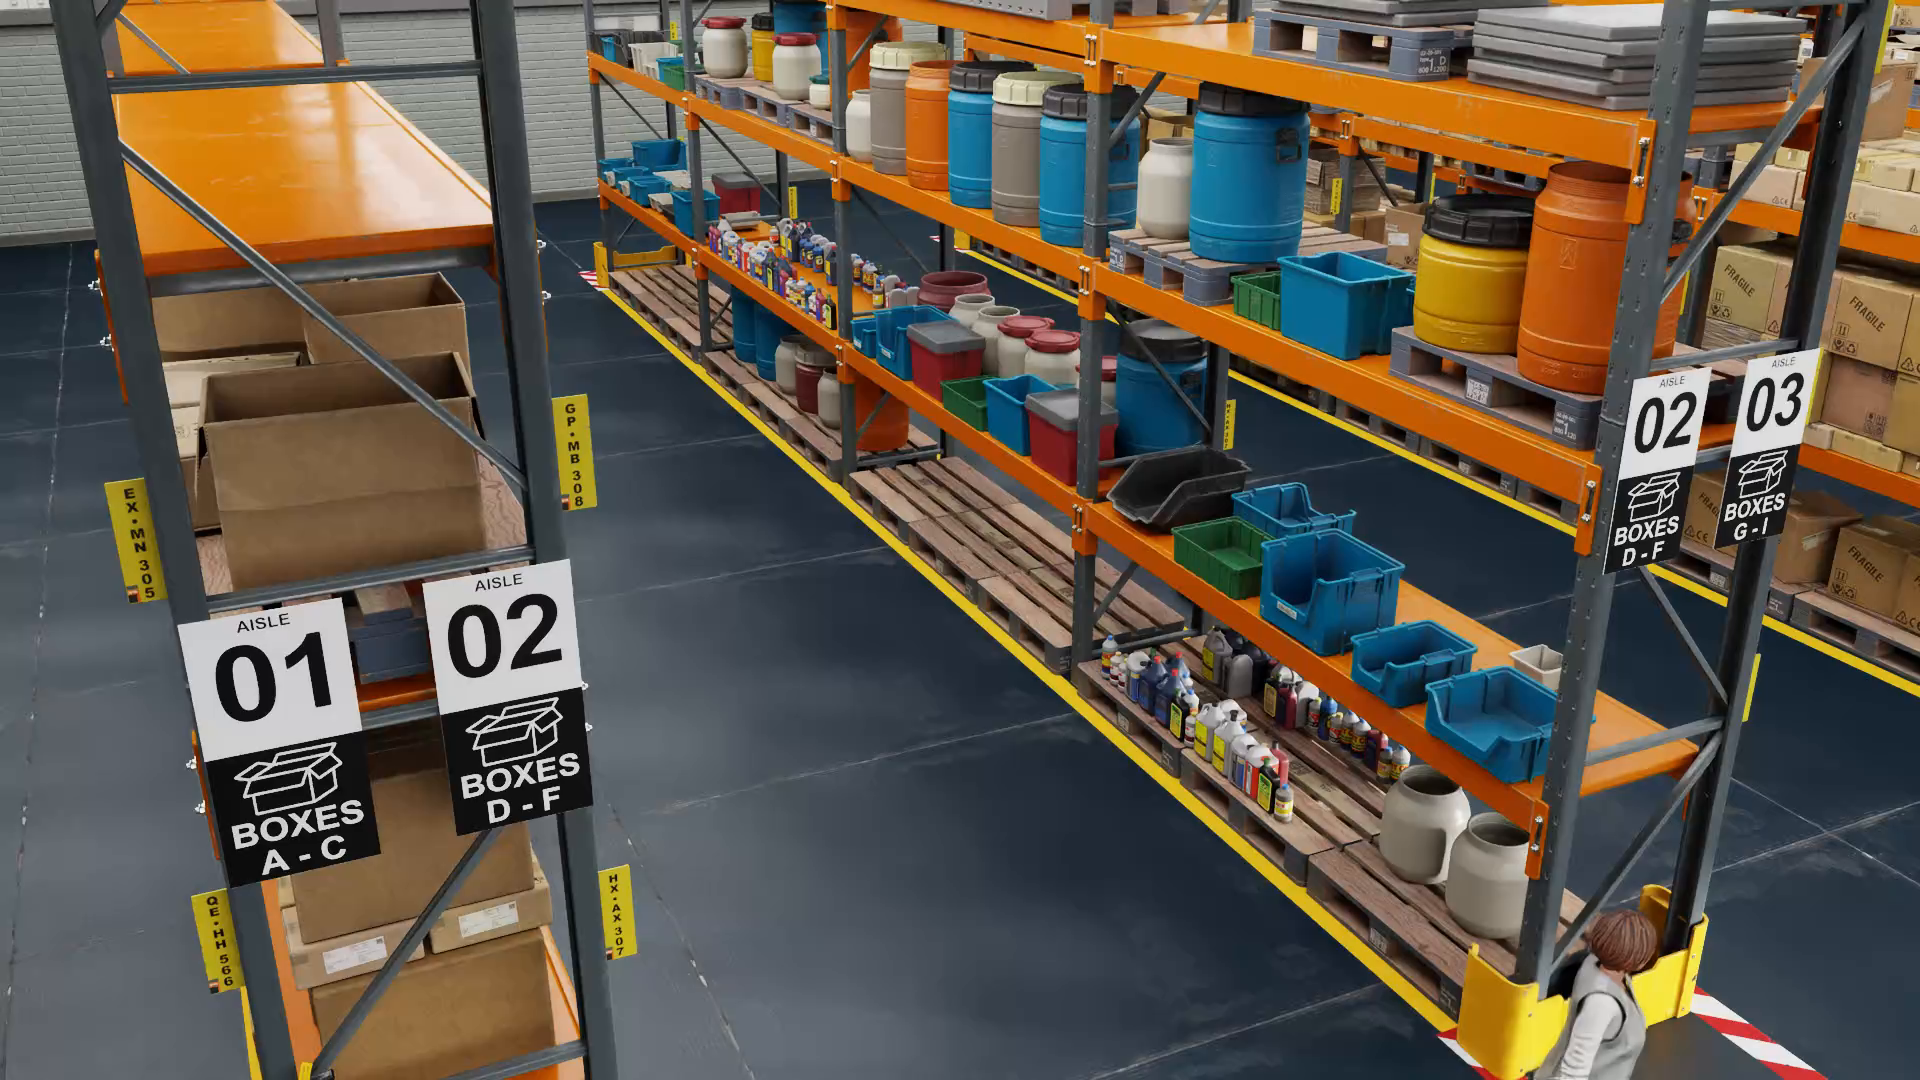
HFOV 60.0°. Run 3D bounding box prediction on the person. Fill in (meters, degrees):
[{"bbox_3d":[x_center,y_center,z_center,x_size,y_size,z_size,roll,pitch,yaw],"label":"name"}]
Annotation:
[{"bbox_3d":[2.286,2.060,5.997,0.622,1.580,0.479,9,24,21],"label":"person"}]
